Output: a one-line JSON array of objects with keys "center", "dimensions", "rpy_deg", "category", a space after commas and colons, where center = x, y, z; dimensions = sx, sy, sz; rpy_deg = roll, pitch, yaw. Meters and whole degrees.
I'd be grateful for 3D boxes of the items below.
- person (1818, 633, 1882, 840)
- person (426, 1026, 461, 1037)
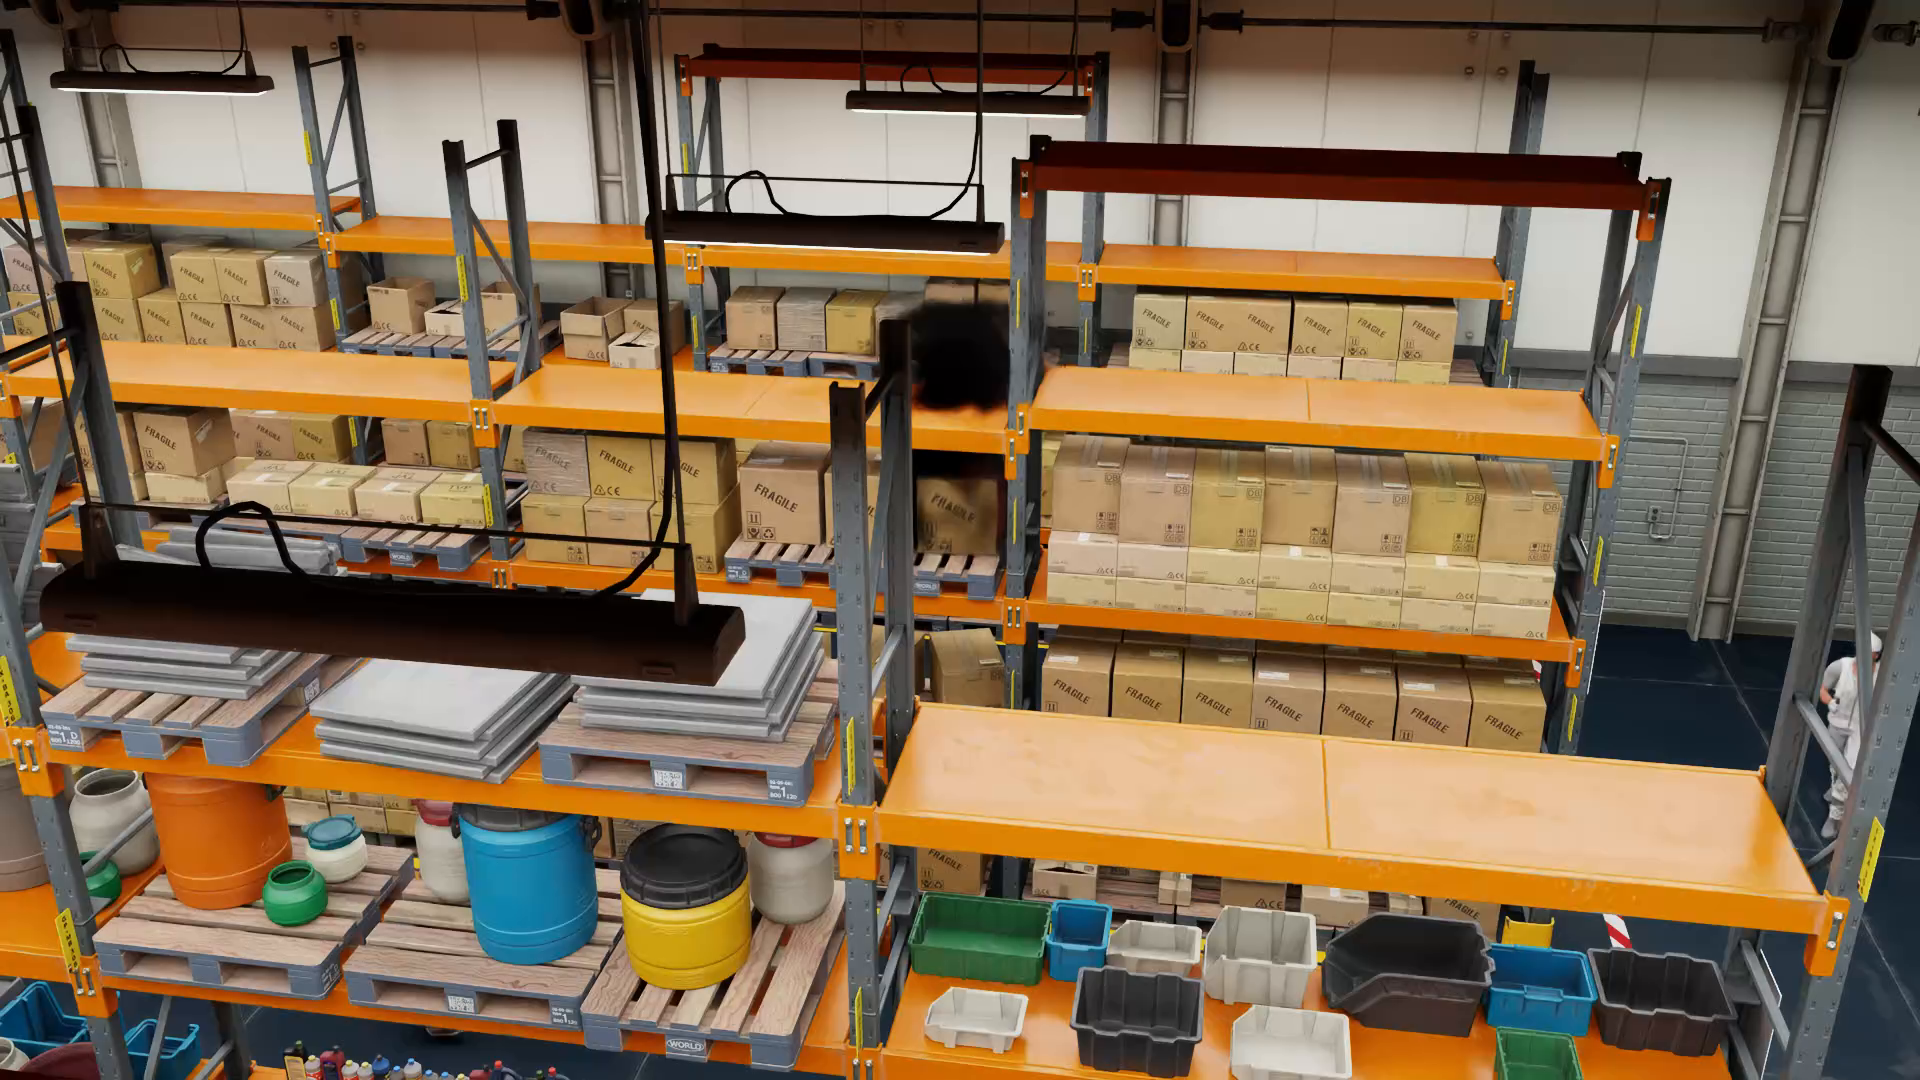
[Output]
[{"center": [7.639, 1.620, 14.238], "dimensions": [0.656, 1.842, 0.881], "rpy_deg": [19, 30, 38], "category": "person"}, {"center": [-4.094, 2.862, 11.735], "dimensions": [1.077, 1.456, 0.586], "rpy_deg": [10, 25, 22], "category": "person"}]
